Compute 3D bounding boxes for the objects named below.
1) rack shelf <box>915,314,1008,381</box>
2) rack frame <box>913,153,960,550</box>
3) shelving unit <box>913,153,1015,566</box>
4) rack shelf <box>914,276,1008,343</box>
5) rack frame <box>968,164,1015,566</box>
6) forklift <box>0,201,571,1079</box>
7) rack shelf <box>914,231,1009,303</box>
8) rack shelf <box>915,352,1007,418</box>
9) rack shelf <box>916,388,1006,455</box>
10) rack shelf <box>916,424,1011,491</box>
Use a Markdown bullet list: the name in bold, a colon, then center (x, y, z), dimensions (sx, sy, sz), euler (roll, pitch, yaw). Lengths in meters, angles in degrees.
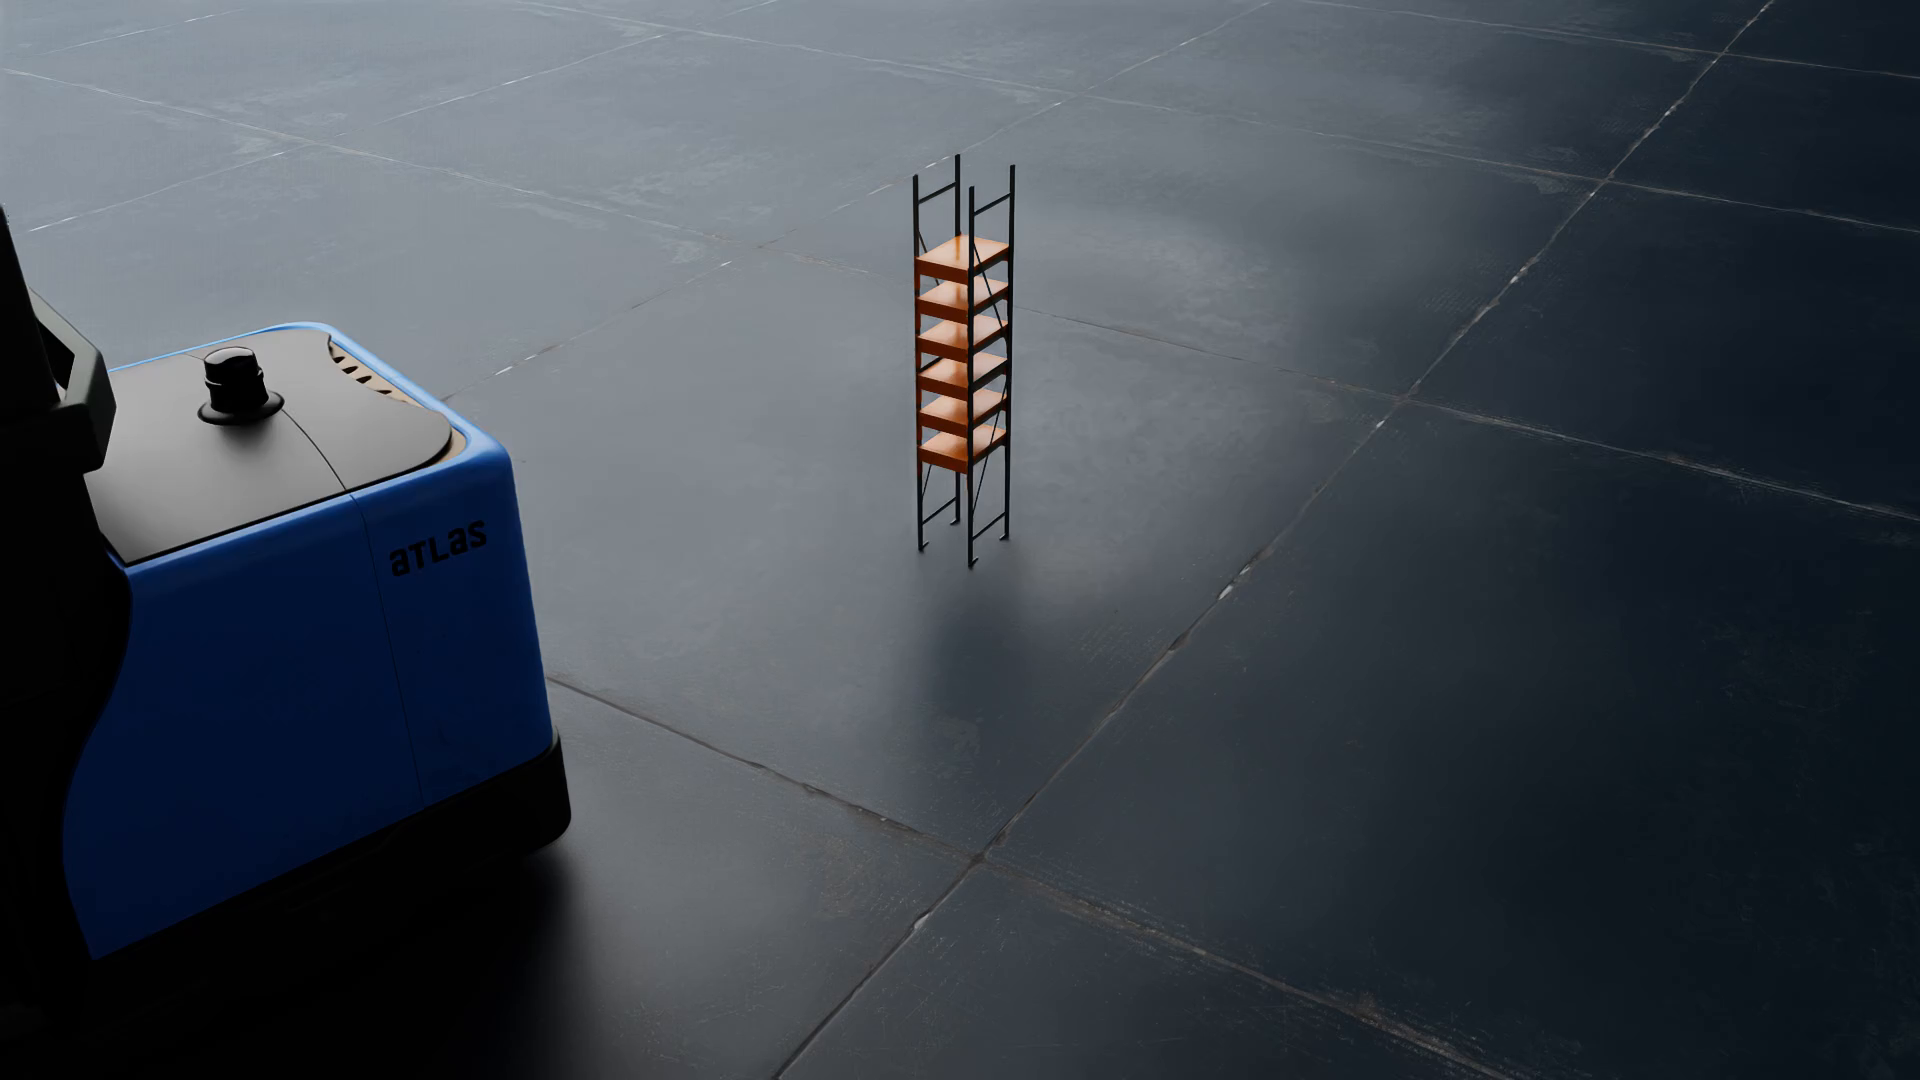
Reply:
- **rack shelf**: center (0.012, -0.580, 4.903), dimensions (0.180, 0.103, 0.258), euler (18, 35, 27)
- **rack frame**: center (-0.065, -0.539, 4.983), dimensions (0.006, 1.200, 0.240), euler (18, 35, 27)
- **shelving unit**: center (0.012, -0.514, 4.941), dimensions (0.189, 1.200, 0.258), euler (18, 35, 27)
- **rack shelf**: center (0.012, -0.683, 4.842), dimensions (0.180, 0.103, 0.258), euler (18, 35, 27)
- **rack frame**: center (0.090, -0.490, 4.899), dimensions (0.006, 1.200, 0.240), euler (18, 35, 27)
- **forklift**: center (-2.362, -0.218, 2.715), dimensions (3.031, 2.935, 1.130), euler (-24, 38, -35)
- **rack shelf**: center (0.012, -0.787, 4.782), dimensions (0.180, 0.103, 0.258), euler (18, 35, 27)
- **rack shelf**: center (0.012, -0.476, 4.963), dimensions (0.180, 0.103, 0.258), euler (18, 35, 27)
- **rack shelf**: center (0.012, -0.372, 5.024), dimensions (0.180, 0.103, 0.258), euler (18, 35, 27)
- **rack shelf**: center (0.012, -0.269, 5.084), dimensions (0.180, 0.103, 0.258), euler (18, 35, 27)
